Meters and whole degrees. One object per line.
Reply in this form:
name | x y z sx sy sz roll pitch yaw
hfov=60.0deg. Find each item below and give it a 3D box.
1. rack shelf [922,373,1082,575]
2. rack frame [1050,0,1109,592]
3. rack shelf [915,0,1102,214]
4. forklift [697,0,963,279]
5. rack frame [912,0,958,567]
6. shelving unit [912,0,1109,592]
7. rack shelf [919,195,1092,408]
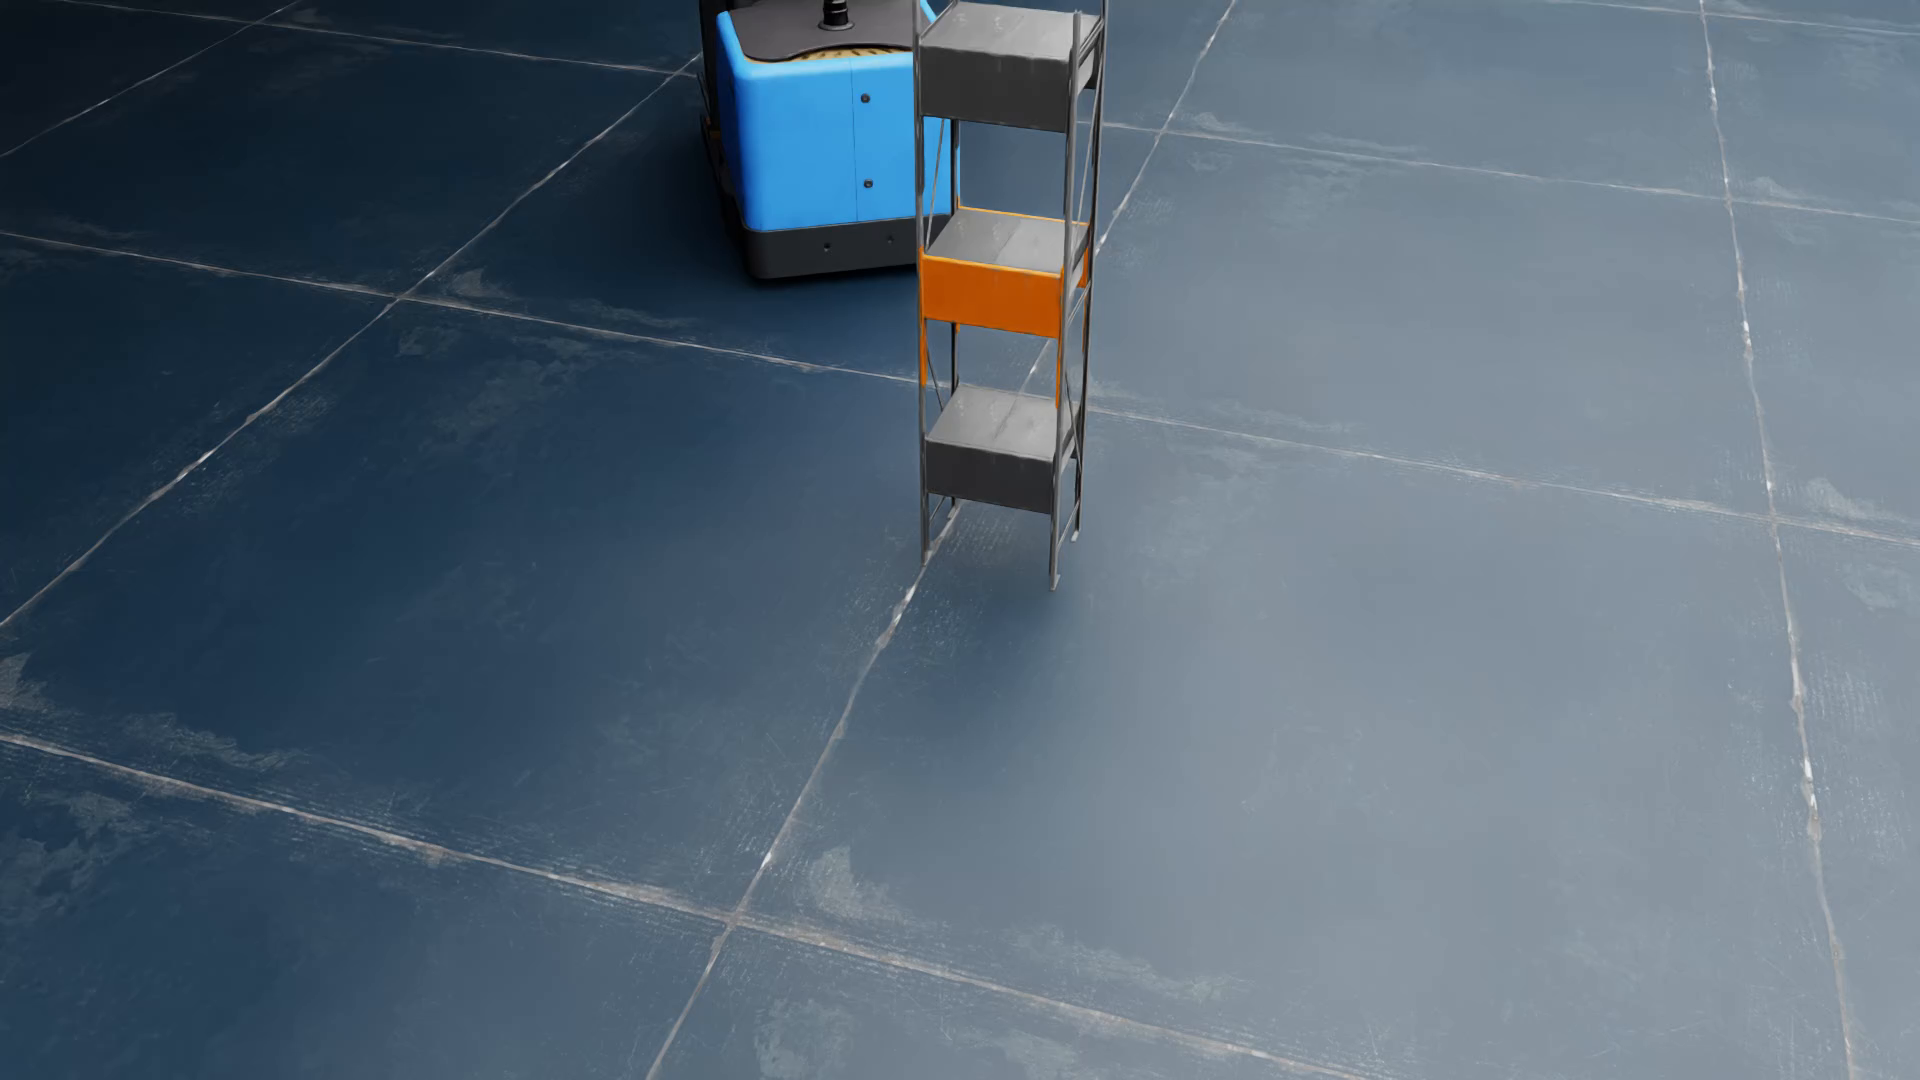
rack shelf | 0.158 -0.242 6.011 0.480 0.518 0.431 10 38 14
rack frame | 0.391 -0.773 5.529 0.015 2.100 0.400 10 38 14
rack shelf | 0.158 -1.369 5.181 0.480 0.518 0.431 10 38 14
forklift | -0.814 -3.278 8.231 1.130 2.935 3.031 -8 37 -10
rack frame | -0.075 -0.860 5.646 0.015 2.100 0.400 10 38 14
shelving unit | 0.158 -0.816 5.588 0.503 2.100 0.431 10 38 14
rack shelf | 0.158 -0.805 5.596 0.480 0.518 0.431 10 38 14
